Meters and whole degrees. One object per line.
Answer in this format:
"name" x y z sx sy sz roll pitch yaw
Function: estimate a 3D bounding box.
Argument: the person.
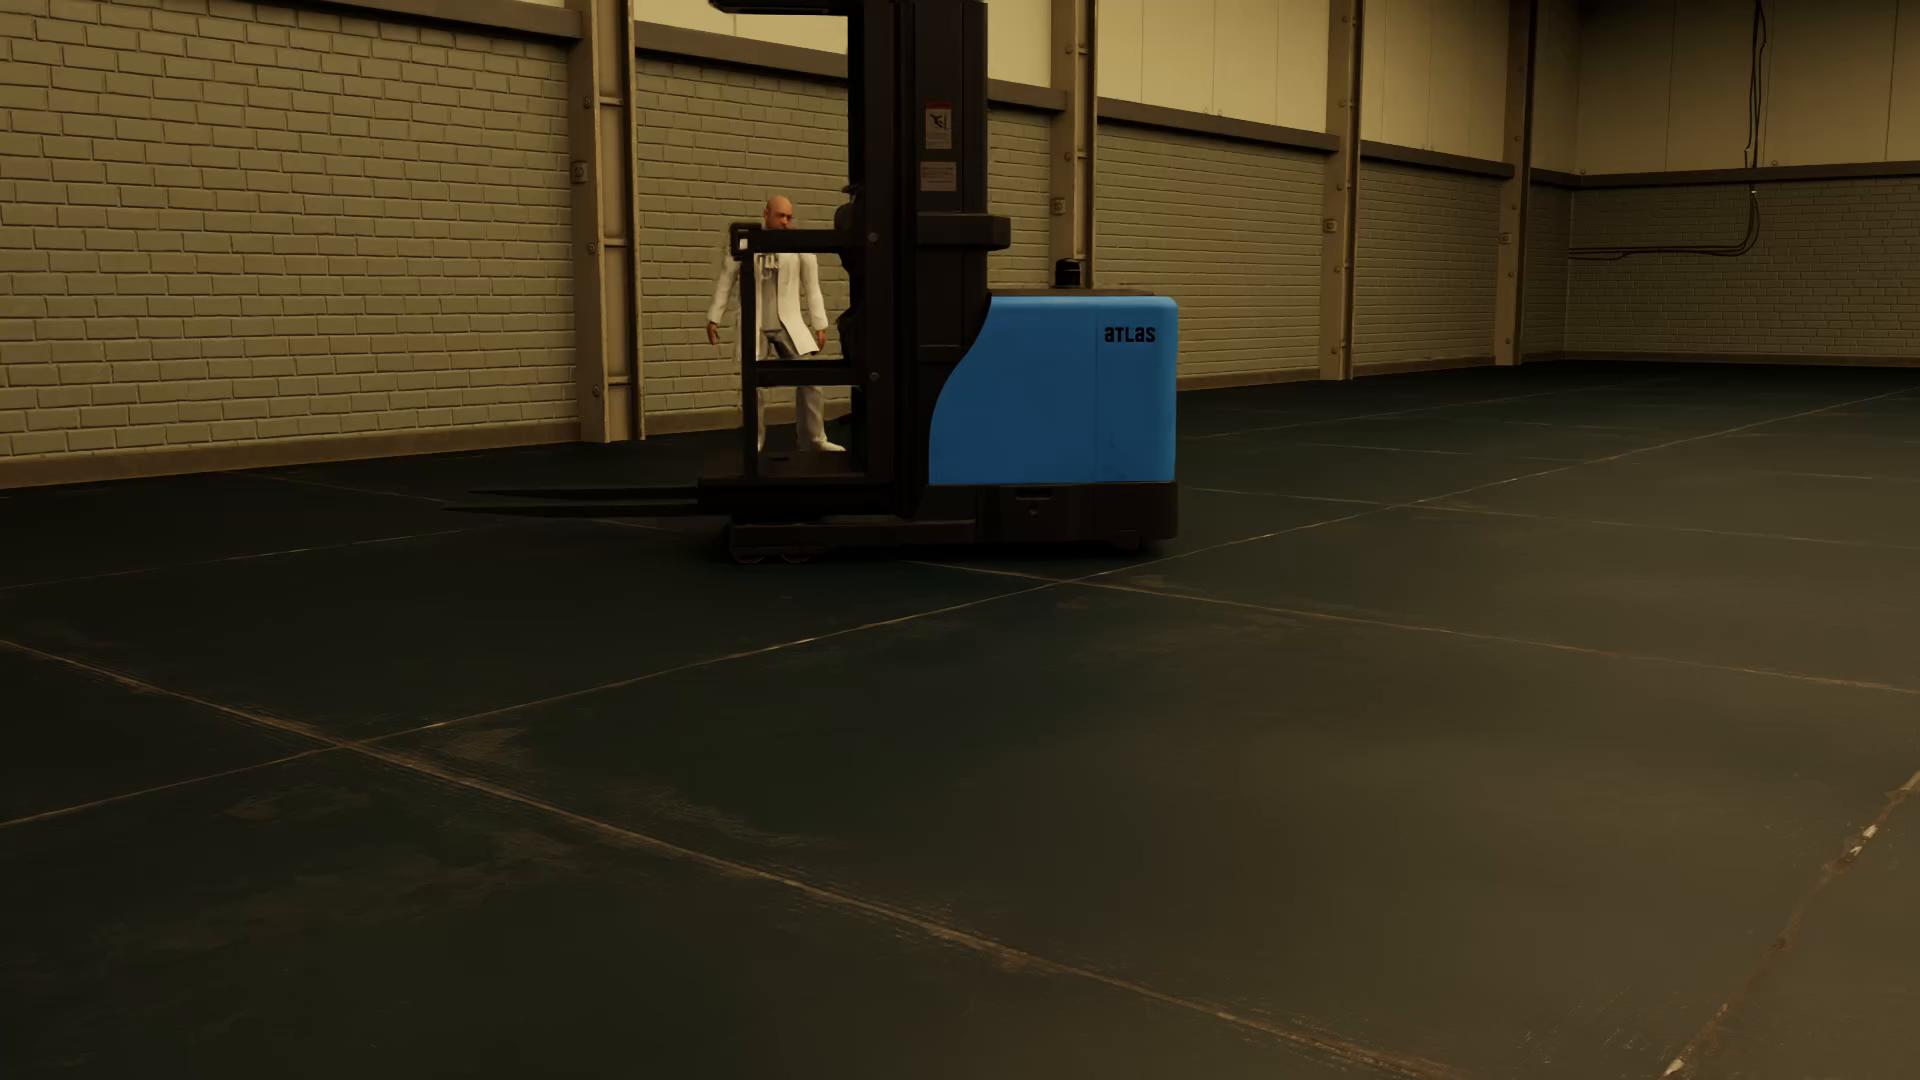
"person" -1.244 -1.418 11.172 0.922 1.747 0.476 -1 8 -6

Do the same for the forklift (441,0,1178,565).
"forklift" -0.641 -1.432 7.066 3.031 2.935 1.130 -1 8 -7
